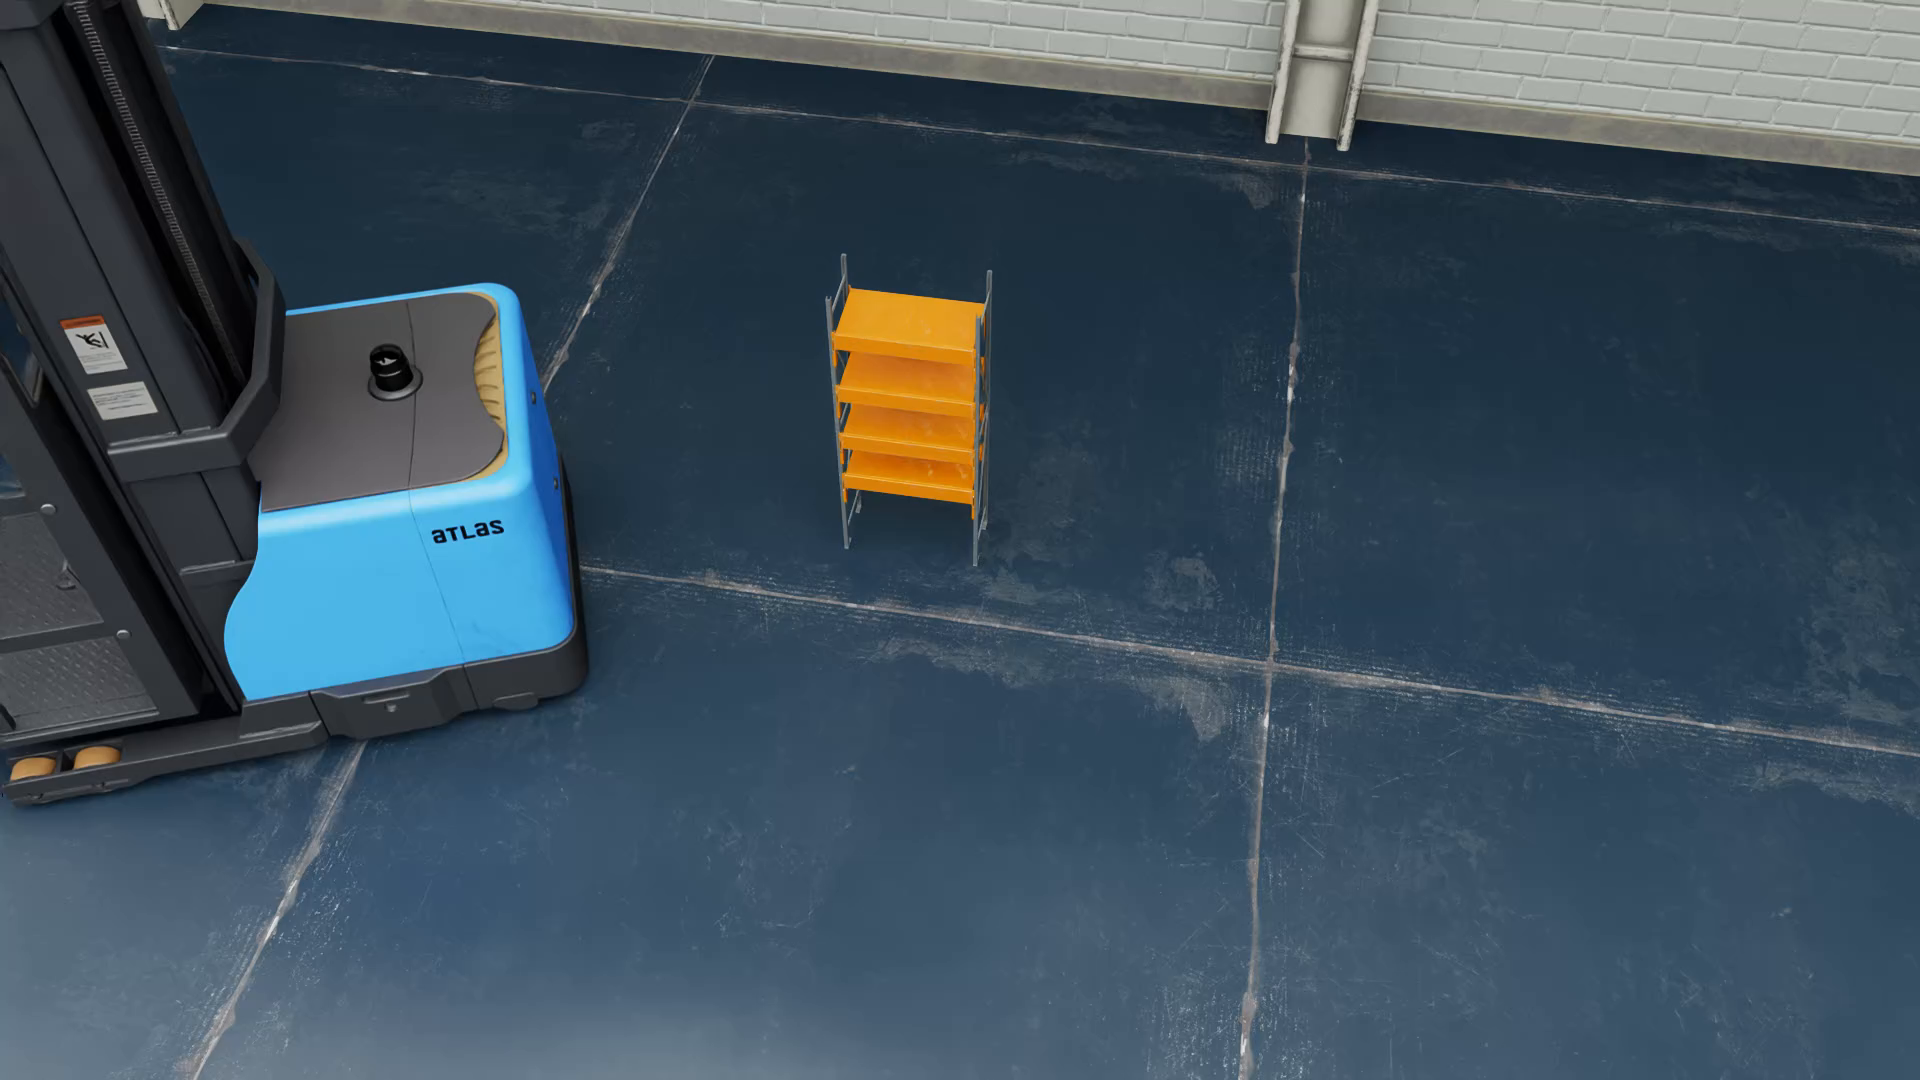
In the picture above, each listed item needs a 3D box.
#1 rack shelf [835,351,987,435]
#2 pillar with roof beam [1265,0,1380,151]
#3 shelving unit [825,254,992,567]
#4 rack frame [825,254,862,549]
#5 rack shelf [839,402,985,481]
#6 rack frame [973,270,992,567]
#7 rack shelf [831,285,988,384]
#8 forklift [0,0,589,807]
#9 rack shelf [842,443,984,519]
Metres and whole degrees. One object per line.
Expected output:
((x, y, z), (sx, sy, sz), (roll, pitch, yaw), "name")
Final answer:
((-0.163, -0.527, 5.707), (0.480, 0.148, 0.258), (8, 49, 7), "rack shelf")
((0.917, -1.846, 1.859), (0.400, 9.000, 9.100), (8, 49, 7), "pillar with roof beam")
((-0.163, -0.423, 5.823), (0.503, 1.200, 0.258), (8, 49, 7), "shelving unit")
((-0.403, -0.455, 5.852), (0.015, 1.200, 0.240), (8, 49, 7), "rack frame")
((-0.163, -0.378, 5.873), (0.480, 0.148, 0.258), (8, 49, 7), "rack shelf")
((0.077, -0.391, 5.794), (0.015, 1.200, 0.240), (8, 49, 7), "rack frame")
((-0.163, -0.686, 5.531), (0.480, 0.148, 0.258), (8, 49, 7), "rack shelf")
((-2.855, -0.547, 4.771), (3.031, 2.935, 1.130), (-10, 49, -9), "forklift")
((-0.163, -0.245, 6.021), (0.480, 0.148, 0.258), (8, 49, 7), "rack shelf")
